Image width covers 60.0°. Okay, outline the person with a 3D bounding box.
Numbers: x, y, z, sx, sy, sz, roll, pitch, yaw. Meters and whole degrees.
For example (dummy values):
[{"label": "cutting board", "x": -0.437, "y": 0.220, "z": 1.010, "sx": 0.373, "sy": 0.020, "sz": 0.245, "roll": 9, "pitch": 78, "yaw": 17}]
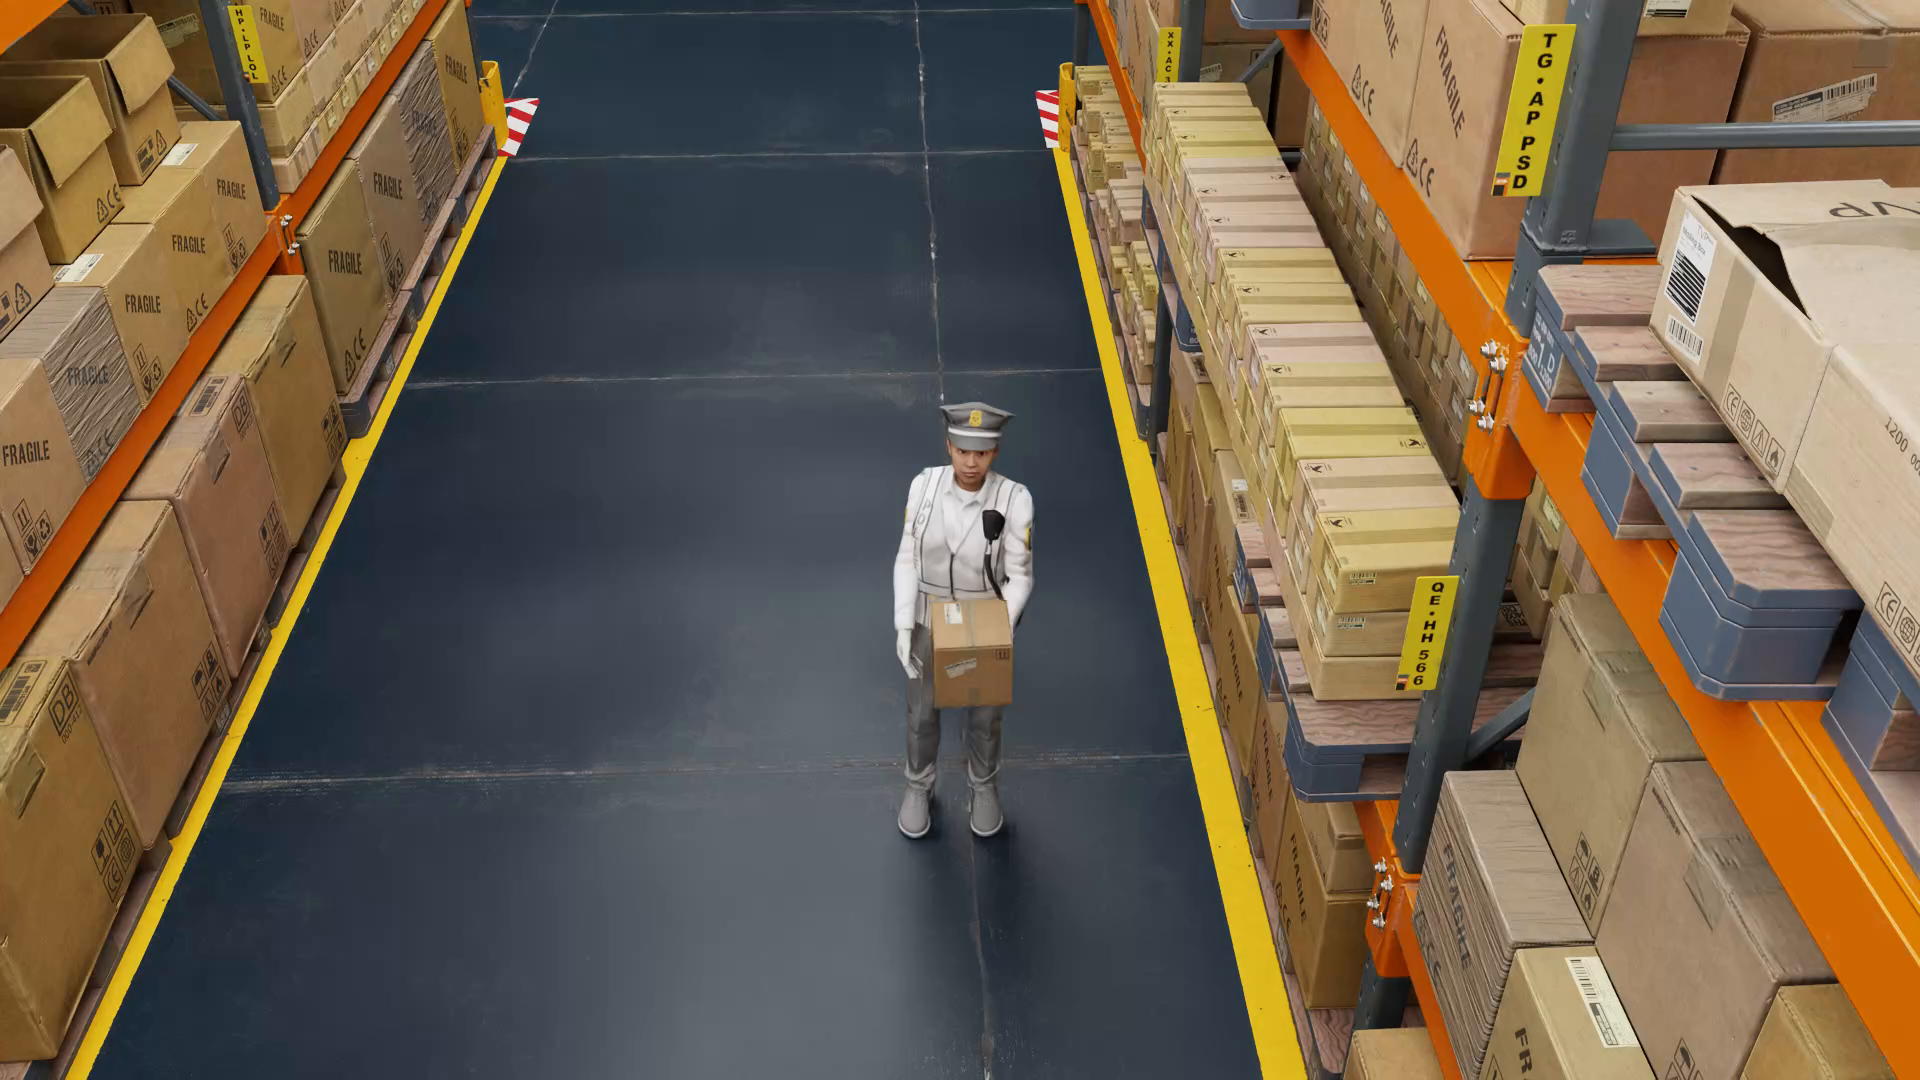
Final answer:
[{"label": "person", "x": 0.010, "y": 0.311, "z": 5.676, "sx": 0.471, "sy": 1.700, "sz": 0.543, "roll": 8, "pitch": 36, "yaw": 11}]
